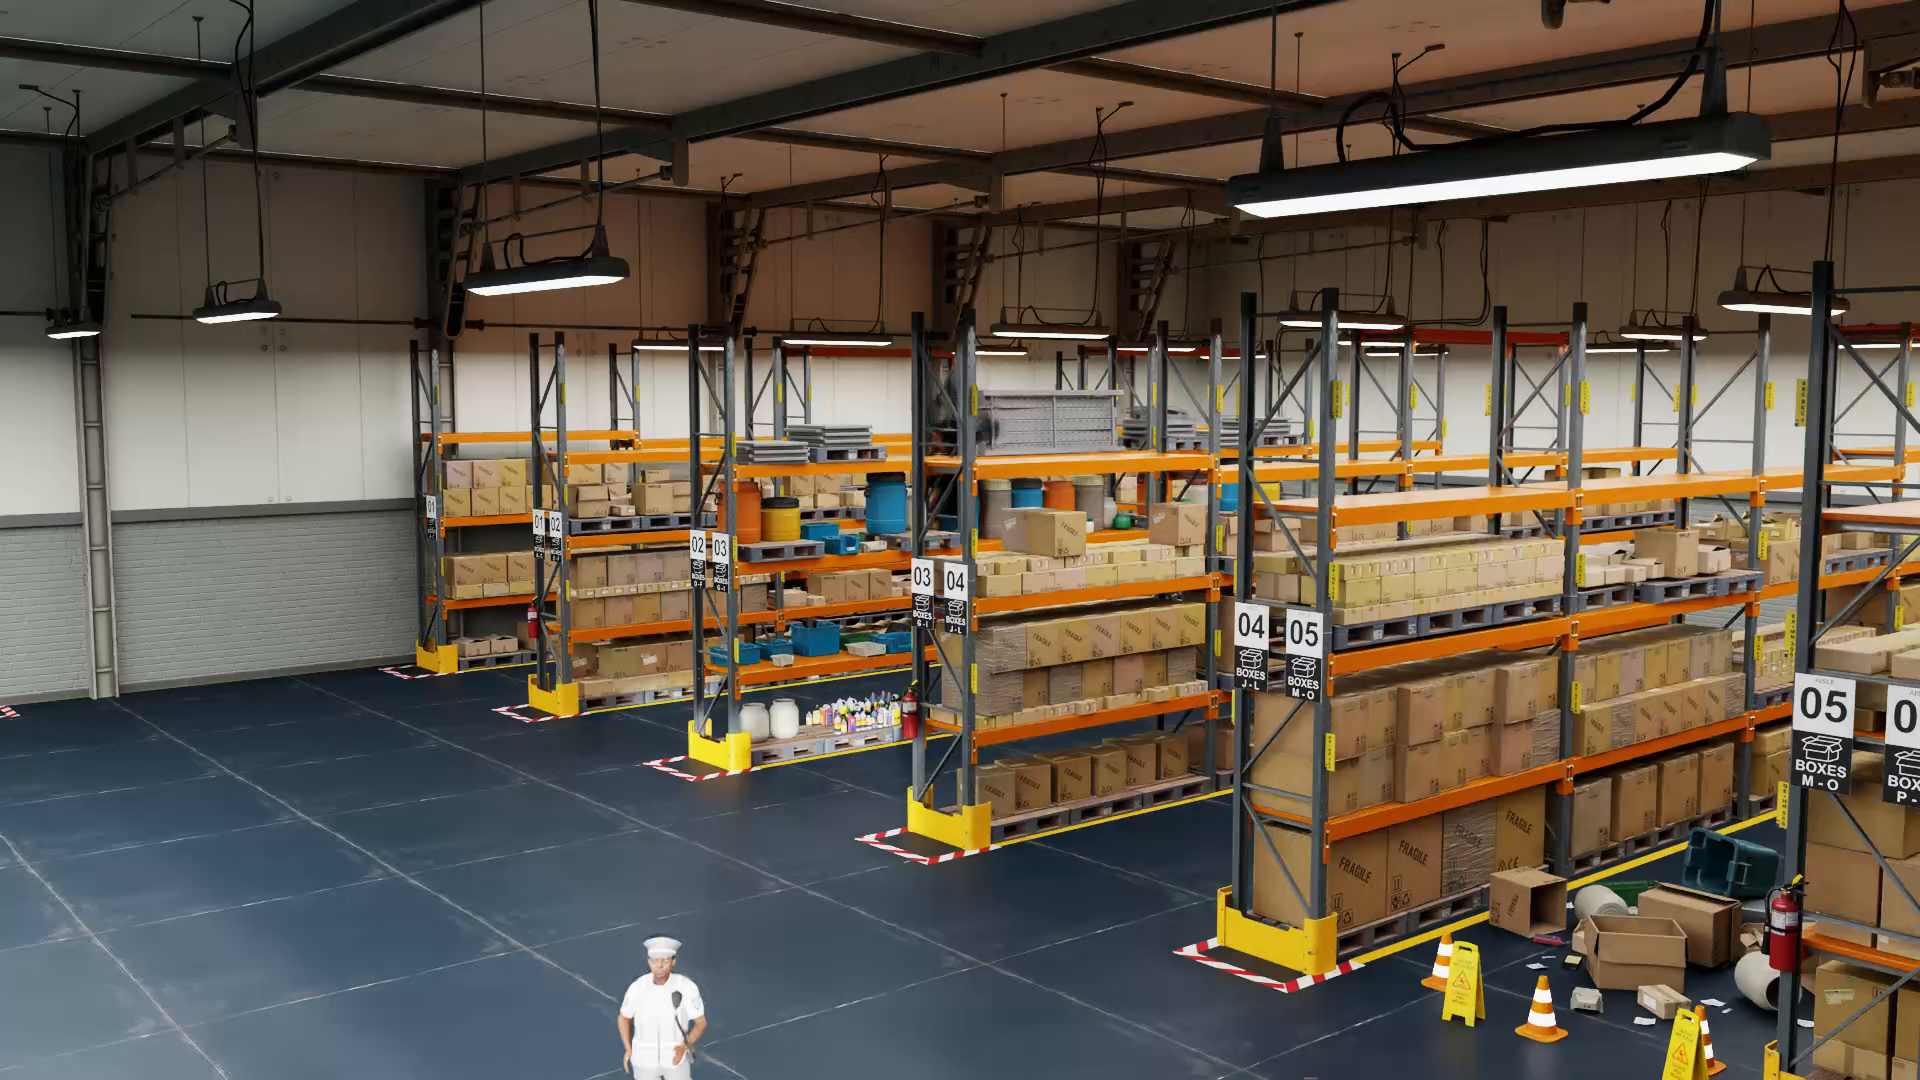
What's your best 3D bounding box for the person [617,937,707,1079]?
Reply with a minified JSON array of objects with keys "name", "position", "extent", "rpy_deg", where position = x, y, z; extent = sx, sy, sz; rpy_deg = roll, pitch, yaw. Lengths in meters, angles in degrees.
[{"name":"person","position":[-1.925,3.348,10.718],"extent":[0.580,1.654,0.681],"rpy_deg":[0,5,-4]}]
